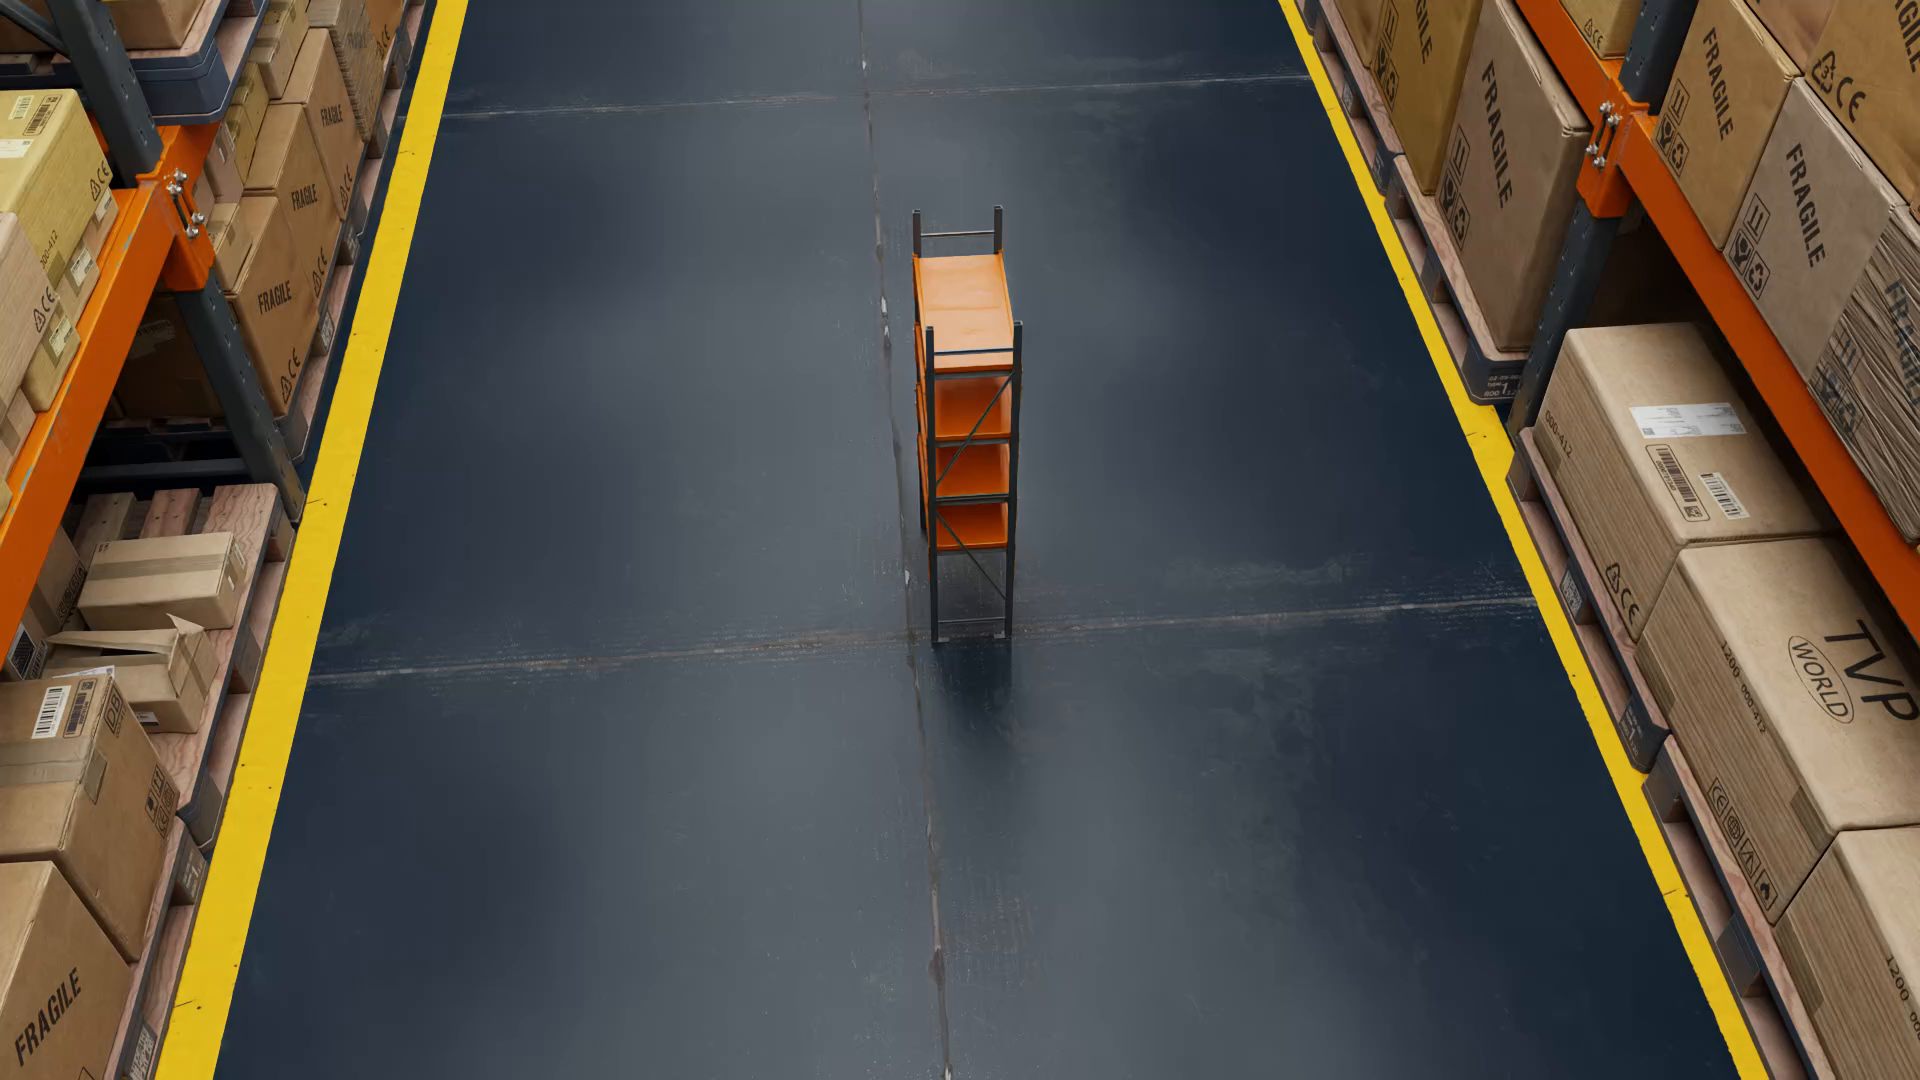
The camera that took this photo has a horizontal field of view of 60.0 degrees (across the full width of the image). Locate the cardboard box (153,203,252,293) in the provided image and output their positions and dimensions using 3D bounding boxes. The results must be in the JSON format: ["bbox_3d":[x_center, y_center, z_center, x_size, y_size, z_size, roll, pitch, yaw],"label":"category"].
[{"bbox_3d":[-2.371,-0.877,5.001,0.380,0.149,0.250,-1,47,-1],"label":"cardboard box"}]

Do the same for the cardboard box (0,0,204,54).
[{"bbox_3d":[-2.423,-1.636,4.376,0.700,0.500,0.500,-2,47,-2],"label":"cardboard box"}]

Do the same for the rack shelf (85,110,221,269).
[{"bbox_3d":[-2.773,-2.293,5.852,1.077,0.370,4.000,-3,47,-3],"label":"rack shelf"}]

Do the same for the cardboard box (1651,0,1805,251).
[{"bbox_3d":[2.118,-1.077,4.135,0.500,0.500,0.500,-2,47,-2],"label":"cardboard box"}]

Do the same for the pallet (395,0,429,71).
[{"bbox_3d":[-2.916,-2.486,7.460,1.003,0.211,1.213,-3,47,-3],"label":"pallet"}]

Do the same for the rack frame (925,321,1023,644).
[{"bbox_3d":[0.034,-0.116,4.534,0.240,1.200,0.015,-3,47,-3],"label":"rack frame"}]

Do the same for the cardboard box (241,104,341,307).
[{"bbox_3d":[-2.476,-1.127,5.684,0.500,0.500,0.500,-4,47,-4],"label":"cardboard box"}]

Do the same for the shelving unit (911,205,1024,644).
[{"bbox_3d":[0.014,-0.293,4.701,0.258,1.200,0.503,-3,47,-3],"label":"shelving unit"}]

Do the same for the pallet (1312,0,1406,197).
[{"bbox_3d":[2.095,-1.878,6.883,1.003,0.211,1.213,-3,47,-3],"label":"pallet"}]

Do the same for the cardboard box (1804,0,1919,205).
[{"bbox_3d":[2.175,-1.051,3.422,0.500,0.500,0.500,-4,47,-4],"label":"cardboard box"}]

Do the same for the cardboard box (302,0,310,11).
[{"bbox_3d":[-2.594,-2.012,6.075,0.380,0.149,0.250,-3,47,-3],"label":"cardboard box"}]

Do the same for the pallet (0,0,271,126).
[{"bbox_3d":[-2.564,-1.613,4.844,1.003,0.211,1.213,-3,47,-3],"label":"pallet"}]

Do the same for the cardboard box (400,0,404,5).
[{"bbox_3d":[-2.660,-2.617,7.095,0.500,0.500,0.500,-4,47,-4],"label":"cardboard box"}]

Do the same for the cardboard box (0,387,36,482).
[{"bbox_3d":[-2.243,-0.227,3.572,0.380,0.149,0.250,-2,47,-2],"label":"cardboard box"}]

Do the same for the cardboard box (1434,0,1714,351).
[{"bbox_3d":[2.208,-1.256,5.547,0.875,0.875,0.875,-2,47,-2],"label":"cardboard box"}]

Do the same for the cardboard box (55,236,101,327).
[{"bbox_3d":[-2.284,-0.605,3.930,0.380,0.149,0.250,-2,47,-2],"label":"cardboard box"}]

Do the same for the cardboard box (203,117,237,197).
[{"bbox_3d":[-2.440,-1.165,5.068,0.380,0.149,0.250,-6,47,-5],"label":"cardboard box"}]

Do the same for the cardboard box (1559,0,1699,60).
[{"bbox_3d":[2.051,-1.656,4.856,0.500,0.250,0.500,-4,47,-4],"label":"cardboard box"}]

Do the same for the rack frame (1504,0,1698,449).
[{"bbox_3d":[2.340,-1.398,4.508,1.000,3.000,0.127,-3,47,-3],"label":"rack frame"}]

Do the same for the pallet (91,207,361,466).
[{"bbox_3d":[-2.712,-0.721,5.788,1.003,0.211,1.213,-3,47,-3],"label":"pallet"}]

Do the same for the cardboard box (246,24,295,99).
[{"bbox_3d":[-2.524,-1.639,5.722,0.380,0.149,0.250,-4,47,-3],"label":"cardboard box"}]

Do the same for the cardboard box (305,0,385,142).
[{"bbox_3d":[-2.551,-1.864,6.382,0.500,0.500,0.500,-5,47,-5],"label":"cardboard box"}]

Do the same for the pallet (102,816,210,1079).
[{"bbox_3d":[-2.444,1.247,3.924,1.003,0.211,1.213,-3,47,-3],"label":"pallet"}]

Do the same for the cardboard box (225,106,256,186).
[{"bbox_3d":[-2.504,-1.258,5.361,0.380,0.149,0.250,-6,47,-5],"label":"cardboard box"}]

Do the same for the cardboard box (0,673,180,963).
[{"bbox_3d":[-2.347,0.695,3.958,0.700,0.500,0.500,-5,47,-5],"label":"cardboard box"}]

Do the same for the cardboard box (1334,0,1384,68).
[{"bbox_3d":[2.051,-2.556,6.779,0.875,0.875,0.875,-3,47,-3],"label":"cardboard box"}]

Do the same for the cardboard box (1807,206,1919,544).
[{"bbox_3d":[2.192,-0.353,3.449,0.500,0.500,0.500,-3,47,-3],"label":"cardboard box"}]

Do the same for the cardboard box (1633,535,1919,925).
[{"bbox_3d":[2.361,0.447,4.236,0.875,0.438,0.875,-5,47,-4],"label":"cardboard box"}]

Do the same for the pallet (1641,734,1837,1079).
[{"bbox_3d":[2.431,1.000,4.157,1.003,0.211,1.213,-3,47,-3],"label":"pallet"}]

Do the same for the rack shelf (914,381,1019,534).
[{"bbox_3d":[0.014,-0.247,4.750,0.258,0.148,0.480,-3,47,-3],"label":"rack shelf"}]

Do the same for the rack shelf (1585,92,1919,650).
[{"bbox_3d":[2.508,0.296,3.399,1.077,0.370,4.000,-3,47,-3],"label":"rack shelf"}]

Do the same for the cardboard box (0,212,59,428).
[{"bbox_3d":[-2.263,-0.429,3.489,0.500,0.250,0.500,-3,47,-3],"label":"cardboard box"}]

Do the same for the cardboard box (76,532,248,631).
[{"bbox_3d":[-2.267,0.127,4.738,0.380,0.149,0.250,-5,47,-4],"label":"cardboard box"}]

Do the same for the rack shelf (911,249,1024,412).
[{"bbox_3d":[0.014,-0.563,4.416,0.258,0.148,0.480,-3,47,-3],"label":"rack shelf"}]
